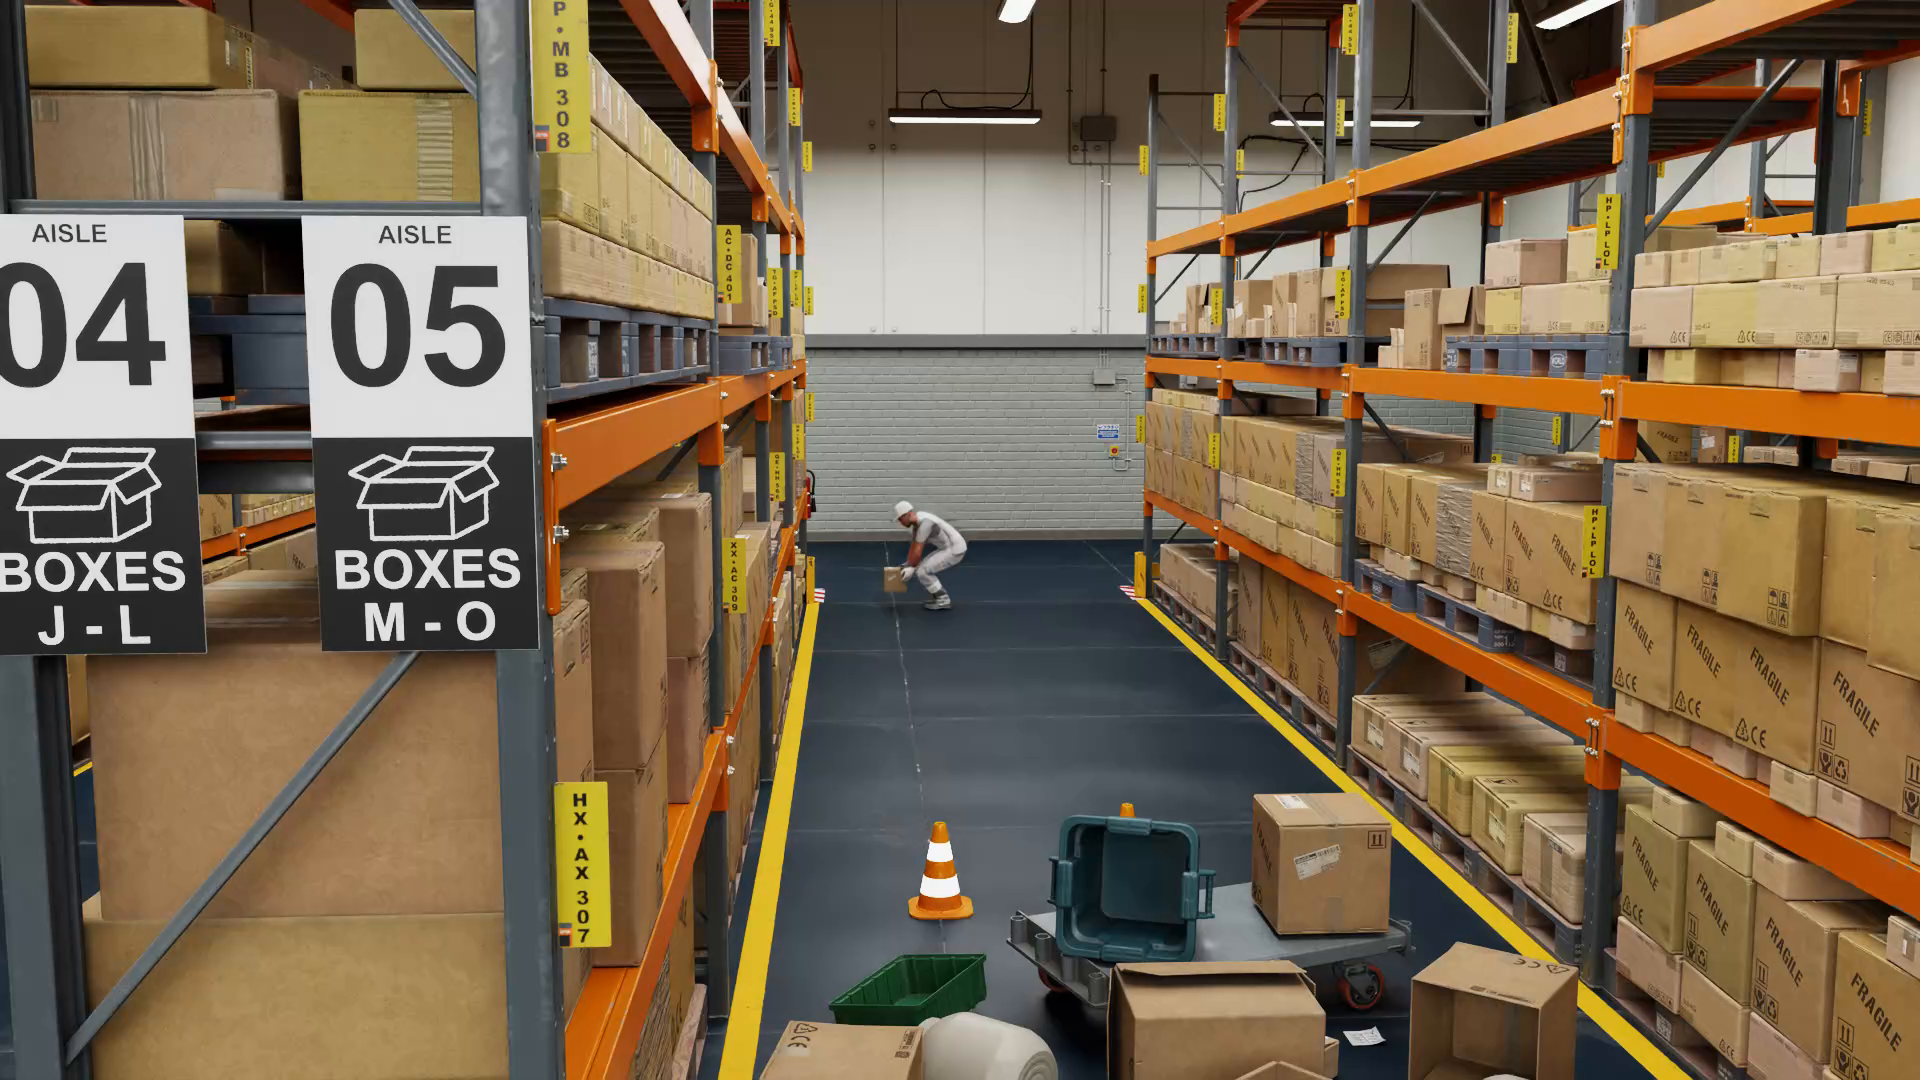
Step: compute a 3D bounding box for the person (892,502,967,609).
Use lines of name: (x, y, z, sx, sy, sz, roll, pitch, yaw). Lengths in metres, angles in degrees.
person: (-0.337, 0.169, 18.668, 0.839, 1.212, 0.586, 0, 7, -4)
